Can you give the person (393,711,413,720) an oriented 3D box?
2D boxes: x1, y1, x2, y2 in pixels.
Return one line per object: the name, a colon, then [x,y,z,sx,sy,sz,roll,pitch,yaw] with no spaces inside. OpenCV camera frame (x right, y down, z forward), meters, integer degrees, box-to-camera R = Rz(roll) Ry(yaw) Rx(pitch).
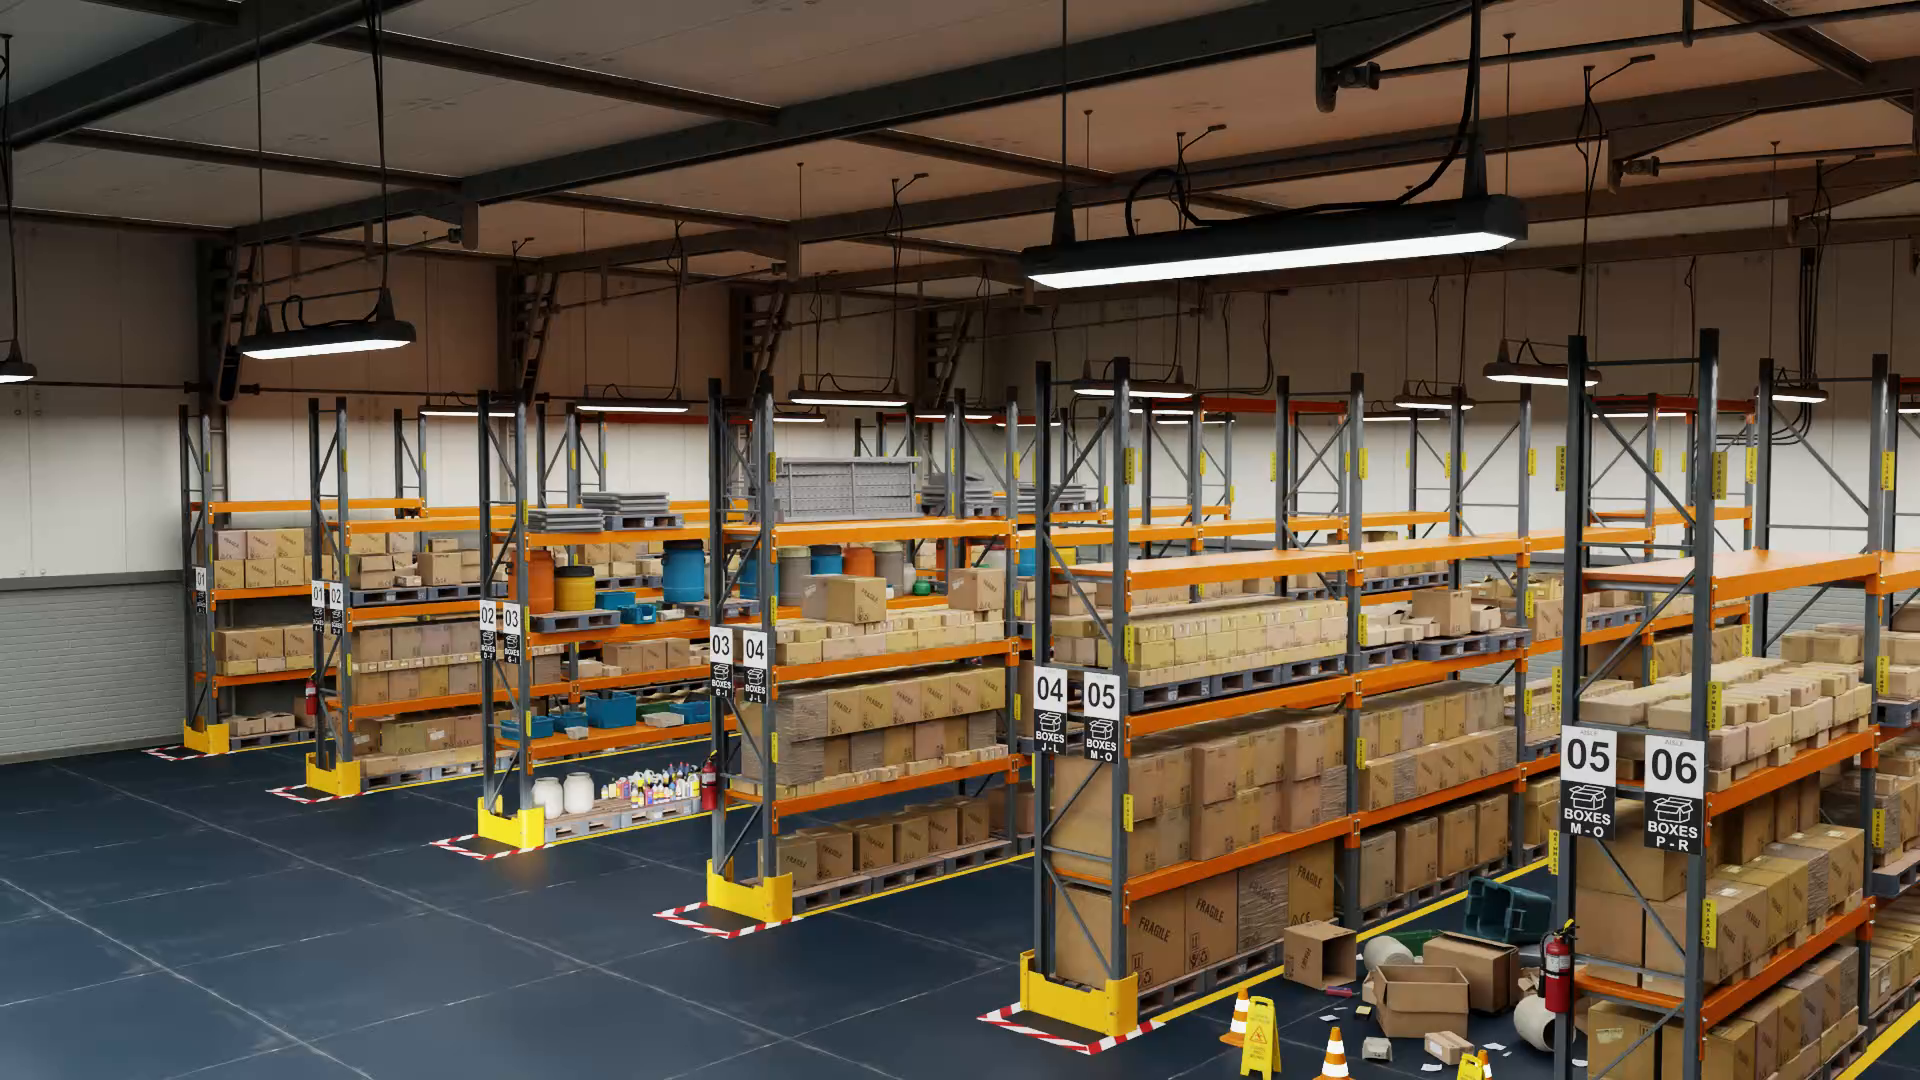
person: [-9.509,2.799,28.585,0.692,1.751,0.713,1,3,17]
